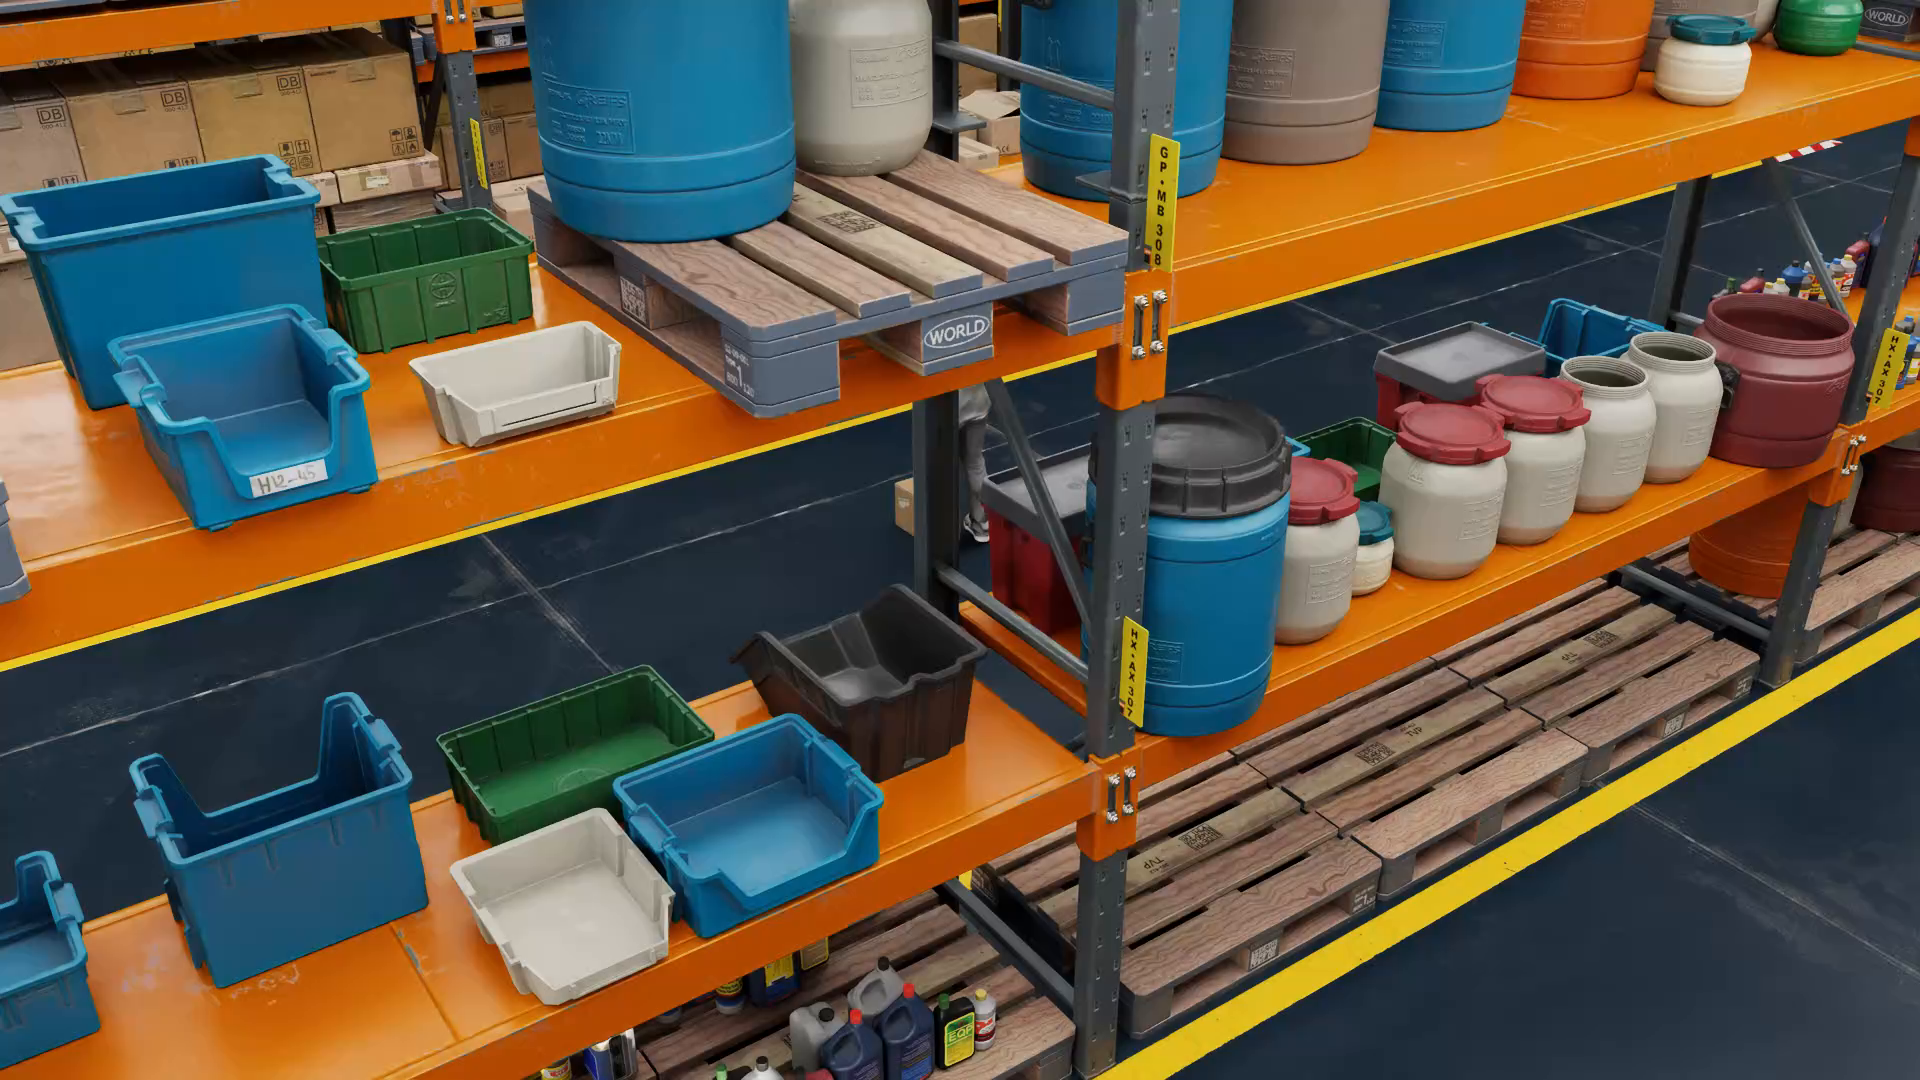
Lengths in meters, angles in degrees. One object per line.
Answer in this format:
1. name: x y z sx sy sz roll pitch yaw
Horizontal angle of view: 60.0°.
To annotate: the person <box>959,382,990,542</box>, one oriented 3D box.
1. person: -0.037 -0.678 8.360 0.485 1.593 0.374 -21 35 -33
